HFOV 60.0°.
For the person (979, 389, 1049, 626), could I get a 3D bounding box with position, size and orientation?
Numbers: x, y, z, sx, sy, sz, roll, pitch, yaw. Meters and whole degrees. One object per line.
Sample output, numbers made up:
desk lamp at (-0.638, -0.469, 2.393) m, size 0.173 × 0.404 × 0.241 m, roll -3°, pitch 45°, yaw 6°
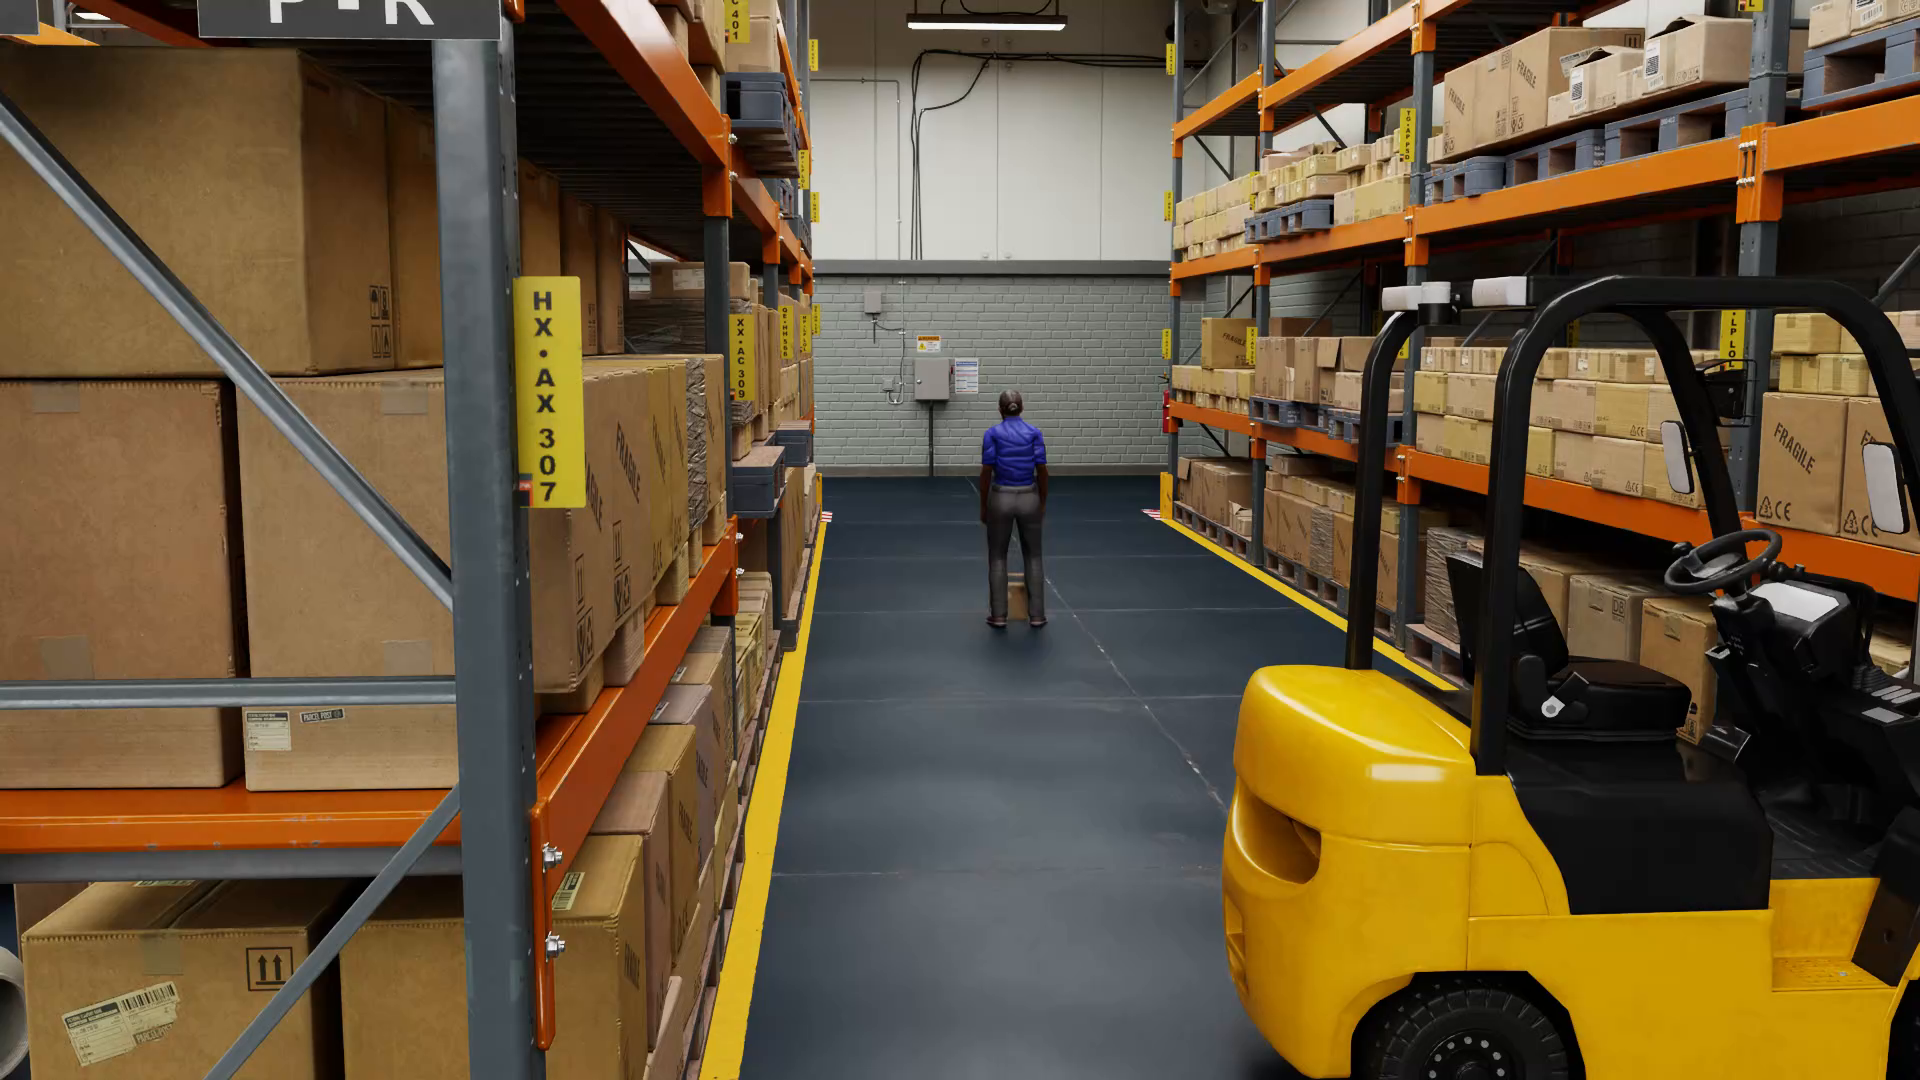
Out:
person at (0.381, -0.224, 11.597) m, size 0.503 × 1.656 × 0.349 m, roll -1°, pitch 7°, yaw -6°
